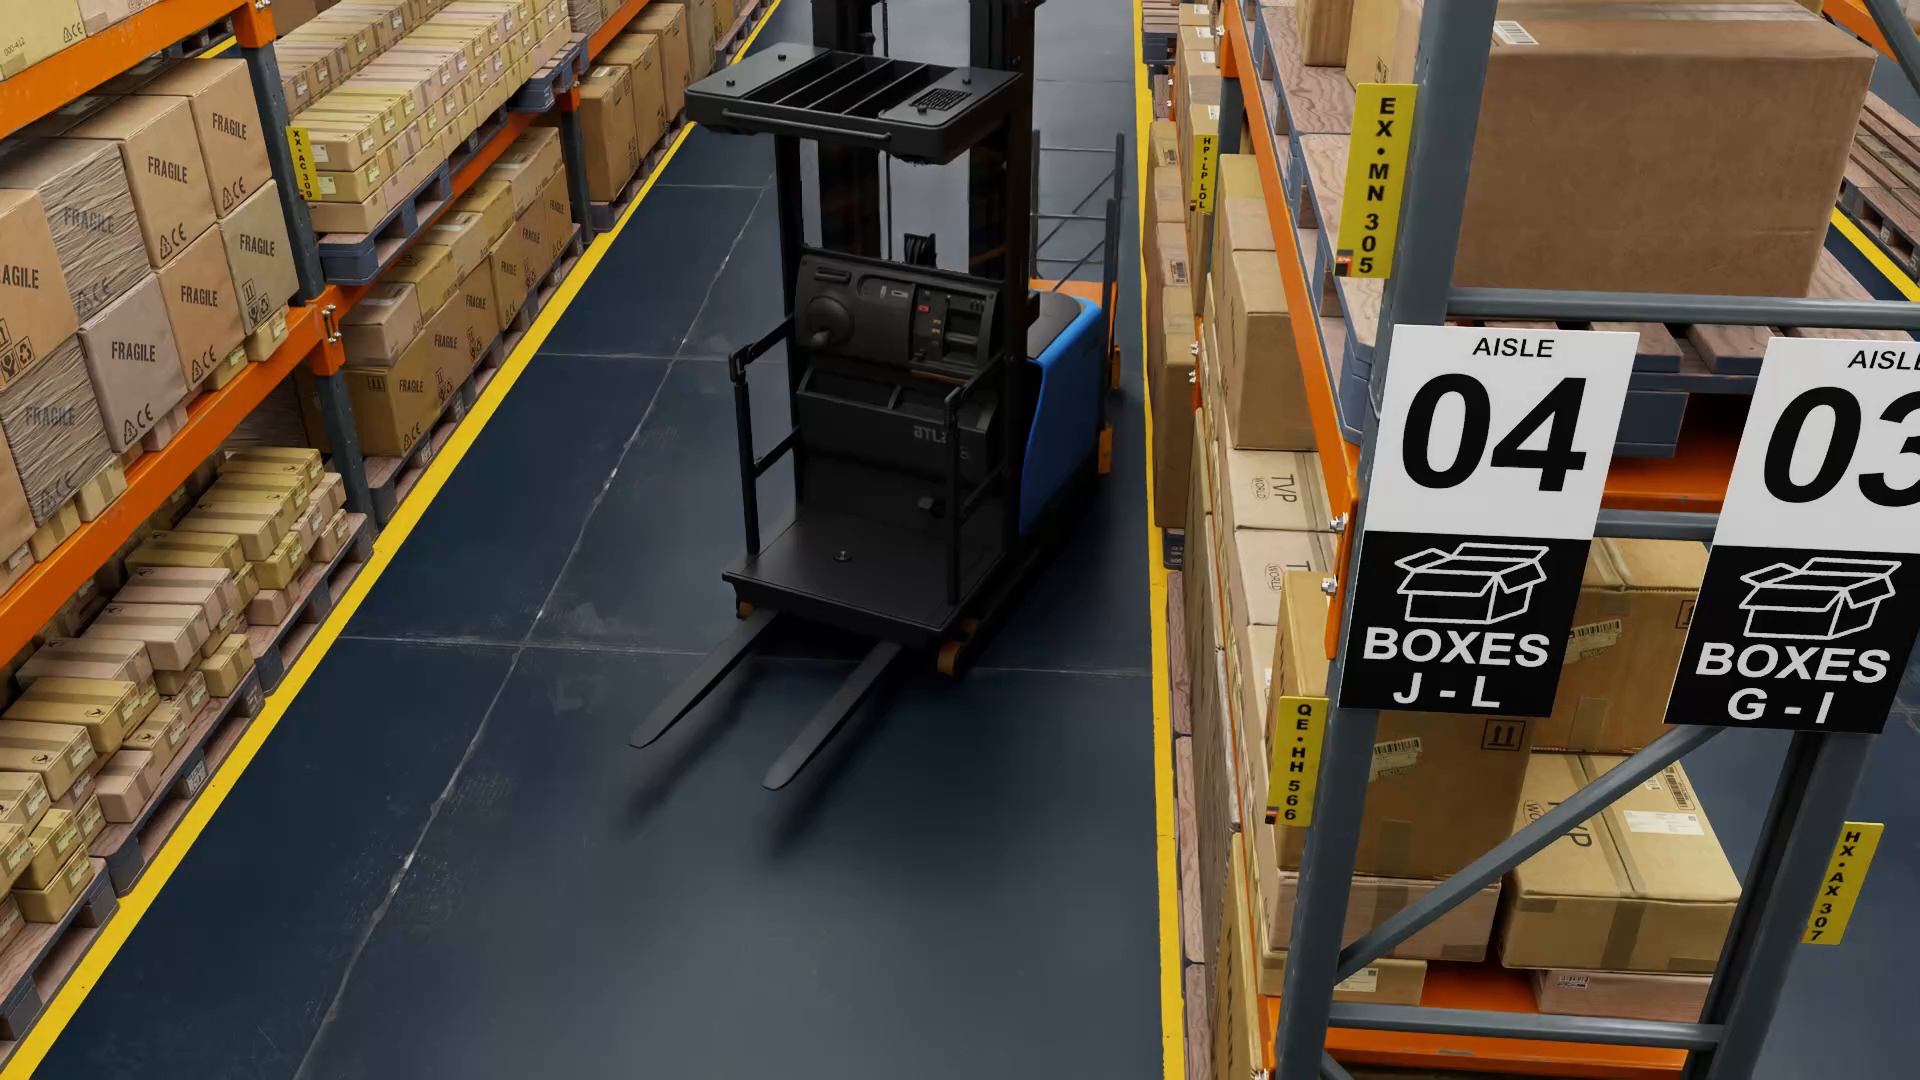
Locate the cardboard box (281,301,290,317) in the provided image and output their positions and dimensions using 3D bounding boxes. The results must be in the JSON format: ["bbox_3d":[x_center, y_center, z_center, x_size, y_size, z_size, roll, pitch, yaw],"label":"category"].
[{"bbox_3d":[-3.183,-1.018,7.283,0.380,0.149,0.250,2,32,3],"label":"cardboard box"}]

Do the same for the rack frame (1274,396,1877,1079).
[{"bbox_3d":[1.216,1.072,3.652,1.000,3.000,0.127,2,32,4],"label":"rack frame"}]

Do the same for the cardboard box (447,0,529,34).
[{"bbox_3d":[-2.713,-3.017,9.559,0.380,0.149,0.250,3,32,5],"label":"cardboard box"}]

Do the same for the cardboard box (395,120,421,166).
[{"bbox_3d":[-2.863,-1.940,8.095,0.380,0.149,0.250,3,32,5],"label":"cardboard box"}]

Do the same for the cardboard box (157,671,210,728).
[{"bbox_3d":[-3.258,0.645,6.662,0.380,0.149,0.250,3,32,5],"label":"cardboard box"}]

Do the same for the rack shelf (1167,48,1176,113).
[{"bbox_3d":[2.031,-3.851,12.326,1.077,0.370,4.000,2,32,4],"label":"rack shelf"}]

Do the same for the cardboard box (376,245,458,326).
[{"bbox_3d":[-3.029,-1.372,8.885,0.500,0.250,0.500,3,32,5],"label":"cardboard box"}]

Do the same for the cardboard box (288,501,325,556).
[{"bbox_3d":[-3.112,-0.056,7.515,0.380,0.149,0.250,1,32,2],"label":"cardboard box"}]

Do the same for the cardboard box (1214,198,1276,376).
[{"bbox_3d":[1.200,-0.905,6.004,0.500,0.500,0.500,2,32,4],"label":"cardboard box"}]

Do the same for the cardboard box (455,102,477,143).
[{"bbox_3d":[-2.802,-2.226,8.842,0.380,0.149,0.250,2,32,3],"label":"cardboard box"}]

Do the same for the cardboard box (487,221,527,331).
[{"bbox_3d":[-2.933,-1.587,9.948,0.500,0.500,0.500,1,32,2],"label":"cardboard box"}]

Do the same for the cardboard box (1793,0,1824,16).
[{"bbox_3d":[1.371,-1.032,3.616,0.700,0.500,0.500,1,32,2],"label":"cardboard box"}]

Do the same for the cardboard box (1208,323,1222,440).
[{"bbox_3d":[1.197,-0.588,6.205,0.500,0.250,0.500,2,32,4],"label":"cardboard box"}]

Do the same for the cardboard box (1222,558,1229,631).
[{"bbox_3d":[1.042,0.179,5.340,0.380,0.149,0.250,3,32,5],"label":"cardboard box"}]

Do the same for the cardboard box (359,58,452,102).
[{"bbox_3d":[-2.820,-2.340,8.461,0.380,0.149,0.250,2,32,4],"label":"cardboard box"}]

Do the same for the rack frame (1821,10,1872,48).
[{"bbox_3d":[7.130,-4.992,13.491,1.000,3.000,0.127,2,32,4],"label":"rack frame"}]

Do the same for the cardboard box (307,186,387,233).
[{"bbox_3d":[-2.903,-1.543,7.733,0.380,0.149,0.250,1,32,2],"label":"cardboard box"}]

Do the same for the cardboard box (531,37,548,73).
[{"bbox_3d":[-2.692,-2.906,9.946,0.380,0.149,0.250,3,32,5],"label":"cardboard box"}]

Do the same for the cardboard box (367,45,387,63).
[{"bbox_3d":[-3.410,-2.657,9.258,0.380,0.149,0.250,2,32,4],"label":"cardboard box"}]

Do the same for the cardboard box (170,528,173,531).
[{"bbox_3d":[-3.657,0.065,7.320,0.380,0.149,0.250,2,32,4],"label":"cardboard box"}]

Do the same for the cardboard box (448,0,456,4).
[{"bbox_3d":[-3.307,-3.331,10.351,0.380,0.149,0.250,4,32,6],"label":"cardboard box"}]

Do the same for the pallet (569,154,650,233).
[{"bbox_3d":[-2.928,-2.598,12.265,1.003,0.211,1.213,2,32,4],"label":"pallet"}]

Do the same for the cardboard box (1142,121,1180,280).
[{"bbox_3d":[1.791,-2.026,10.303,1.225,0.875,0.875,1,32,2],"label":"cardboard box"}]

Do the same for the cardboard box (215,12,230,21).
[{"bbox_3d":[-7.334,-5.211,16.068,0.500,0.250,0.500,4,32,7],"label":"cardboard box"}]

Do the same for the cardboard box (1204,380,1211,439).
[{"bbox_3d":[1.144,-0.497,6.437,0.380,0.149,0.250,3,32,6],"label":"cardboard box"}]

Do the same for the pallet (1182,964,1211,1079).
[{"bbox_3d":[1.203,1.837,5.067,1.003,0.211,1.213,2,32,4],"label":"pallet"}]

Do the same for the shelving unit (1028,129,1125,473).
[{"bbox_3d":[0.572,-1.293,8.919,0.587,1.500,1.083,4,32,6],"label":"shelving unit"}]

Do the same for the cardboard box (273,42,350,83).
[{"bbox_3d":[-3.448,-2.509,8.735,0.380,0.149,0.250,1,32,2],"label":"cardboard box"}]

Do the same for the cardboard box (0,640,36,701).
[{"bbox_3d":[-3.781,0.484,6.355,0.380,0.149,0.250,3,32,4],"label":"cardboard box"}]

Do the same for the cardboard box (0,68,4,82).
[{"bbox_3d":[-3.299,-1.444,5.019,0.500,0.250,0.500,2,32,4],"label":"cardboard box"}]

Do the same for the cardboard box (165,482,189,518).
[{"bbox_3d":[-3.709,-0.190,7.450,0.380,0.149,0.250,4,32,6],"label":"cardboard box"}]

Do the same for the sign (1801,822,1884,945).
[{"bbox_3d":[1.769,0.696,3.360,0.100,0.325,0.005,2,32,4],"label":"sign"}]

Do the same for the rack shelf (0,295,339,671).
[{"bbox_3d":[-3.556,0.067,5.967,1.077,0.370,4.000,2,32,4],"label":"rack shelf"}]

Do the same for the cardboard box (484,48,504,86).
[{"bbox_3d":[-2.757,-2.622,9.202,0.380,0.149,0.250,3,32,5],"label":"cardboard box"}]

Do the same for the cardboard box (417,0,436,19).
[{"bbox_3d":[-3.342,-3.199,9.854,0.380,0.149,0.250,2,32,4],"label":"cardboard box"}]

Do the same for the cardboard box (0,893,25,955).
[{"bbox_3d":[-3.404,1.311,5.580,0.380,0.149,0.250,3,32,5],"label":"cardboard box"}]

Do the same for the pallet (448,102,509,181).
[{"bbox_3d":[-3.188,-2.258,9.237,1.003,0.211,1.213,2,32,4],"label":"pallet"}]

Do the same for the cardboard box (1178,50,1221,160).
[{"bbox_3d":[1.479,-2.374,9.147,0.500,0.500,0.500,2,32,3],"label":"cardboard box"}]

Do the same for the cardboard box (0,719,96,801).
[{"bbox_3d":[-3.317,0.776,5.882,0.380,0.149,0.250,4,32,6],"label":"cardboard box"}]

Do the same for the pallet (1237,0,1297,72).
[{"bbox_3d":[1.465,-1.832,5.589,1.003,0.211,1.213,2,32,4],"label":"pallet"}]

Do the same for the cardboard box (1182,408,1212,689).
[{"bbox_3d":[1.409,0.048,6.939,0.875,0.875,0.875,2,32,4],"label":"cardboard box"}]

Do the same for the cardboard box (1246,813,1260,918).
[{"bbox_3d":[0.937,0.842,4.263,0.380,0.149,0.250,3,32,4],"label":"cardboard box"}]

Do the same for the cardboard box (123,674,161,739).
[{"bbox_3d":[-3.341,0.623,6.414,0.380,0.149,0.250,4,32,6],"label":"cardboard box"}]

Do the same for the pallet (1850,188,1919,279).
[{"bbox_3d":[6.906,-2.116,11.483,1.003,0.211,1.213,2,32,4],"label":"pallet"}]

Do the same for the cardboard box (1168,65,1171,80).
[{"bbox_3d":[2.122,-4.006,13.855,0.700,0.500,0.500,0,32,0],"label":"cardboard box"}]

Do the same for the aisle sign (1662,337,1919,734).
[{"bbox_3d":[1.509,0.015,2.888,0.394,0.787,0.004,2,32,4],"label":"aisle sign"}]

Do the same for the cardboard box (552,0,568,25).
[{"bbox_3d":[-2.654,-3.297,10.296,0.380,0.149,0.250,3,32,5],"label":"cardboard box"}]

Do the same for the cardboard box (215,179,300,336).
[{"bbox_3d":[-3.151,-1.189,6.941,0.500,0.500,0.500,3,32,4],"label":"cardboard box"}]

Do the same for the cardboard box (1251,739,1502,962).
[{"bbox_3d":[0.991,0.744,4.043,0.500,0.250,0.500,2,32,3],"label":"cardboard box"}]

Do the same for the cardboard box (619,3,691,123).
[{"bbox_3d":[-2.785,-3.856,13.392,1.050,0.750,0.750,2,32,4],"label":"cardboard box"}]

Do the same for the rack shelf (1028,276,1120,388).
[{"bbox_3d":[0.573,-1.145,9.021,0.538,0.185,1.000,4,32,6],"label":"rack shelf"}]

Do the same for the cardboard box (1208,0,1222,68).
[{"bbox_3d":[1.736,-2.859,8.978,0.797,0.503,0.637,3,32,5],"label":"cardboard box"}]

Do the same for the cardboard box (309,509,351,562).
[{"bbox_3d":[-3.086,-0.030,7.757,0.380,0.149,0.250,3,32,5],"label":"cardboard box"}]

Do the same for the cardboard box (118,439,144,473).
[{"bbox_3d":[-3.289,-0.334,6.172,0.380,0.149,0.250,2,32,3],"label":"cardboard box"}]

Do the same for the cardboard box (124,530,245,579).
[{"bbox_3d":[-3.256,0.092,6.991,0.380,0.149,0.250,3,32,6],"label":"cardboard box"}]

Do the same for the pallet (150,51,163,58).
[{"bbox_3d":[-7.746,-4.032,14.592,1.003,0.211,1.213,2,32,4],"label":"pallet"}]

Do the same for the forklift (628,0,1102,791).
[{"bbox_3d":[-0.368,-0.906,6.926,1.130,2.935,3.031,14,34,21],"label":"forklift"}]
